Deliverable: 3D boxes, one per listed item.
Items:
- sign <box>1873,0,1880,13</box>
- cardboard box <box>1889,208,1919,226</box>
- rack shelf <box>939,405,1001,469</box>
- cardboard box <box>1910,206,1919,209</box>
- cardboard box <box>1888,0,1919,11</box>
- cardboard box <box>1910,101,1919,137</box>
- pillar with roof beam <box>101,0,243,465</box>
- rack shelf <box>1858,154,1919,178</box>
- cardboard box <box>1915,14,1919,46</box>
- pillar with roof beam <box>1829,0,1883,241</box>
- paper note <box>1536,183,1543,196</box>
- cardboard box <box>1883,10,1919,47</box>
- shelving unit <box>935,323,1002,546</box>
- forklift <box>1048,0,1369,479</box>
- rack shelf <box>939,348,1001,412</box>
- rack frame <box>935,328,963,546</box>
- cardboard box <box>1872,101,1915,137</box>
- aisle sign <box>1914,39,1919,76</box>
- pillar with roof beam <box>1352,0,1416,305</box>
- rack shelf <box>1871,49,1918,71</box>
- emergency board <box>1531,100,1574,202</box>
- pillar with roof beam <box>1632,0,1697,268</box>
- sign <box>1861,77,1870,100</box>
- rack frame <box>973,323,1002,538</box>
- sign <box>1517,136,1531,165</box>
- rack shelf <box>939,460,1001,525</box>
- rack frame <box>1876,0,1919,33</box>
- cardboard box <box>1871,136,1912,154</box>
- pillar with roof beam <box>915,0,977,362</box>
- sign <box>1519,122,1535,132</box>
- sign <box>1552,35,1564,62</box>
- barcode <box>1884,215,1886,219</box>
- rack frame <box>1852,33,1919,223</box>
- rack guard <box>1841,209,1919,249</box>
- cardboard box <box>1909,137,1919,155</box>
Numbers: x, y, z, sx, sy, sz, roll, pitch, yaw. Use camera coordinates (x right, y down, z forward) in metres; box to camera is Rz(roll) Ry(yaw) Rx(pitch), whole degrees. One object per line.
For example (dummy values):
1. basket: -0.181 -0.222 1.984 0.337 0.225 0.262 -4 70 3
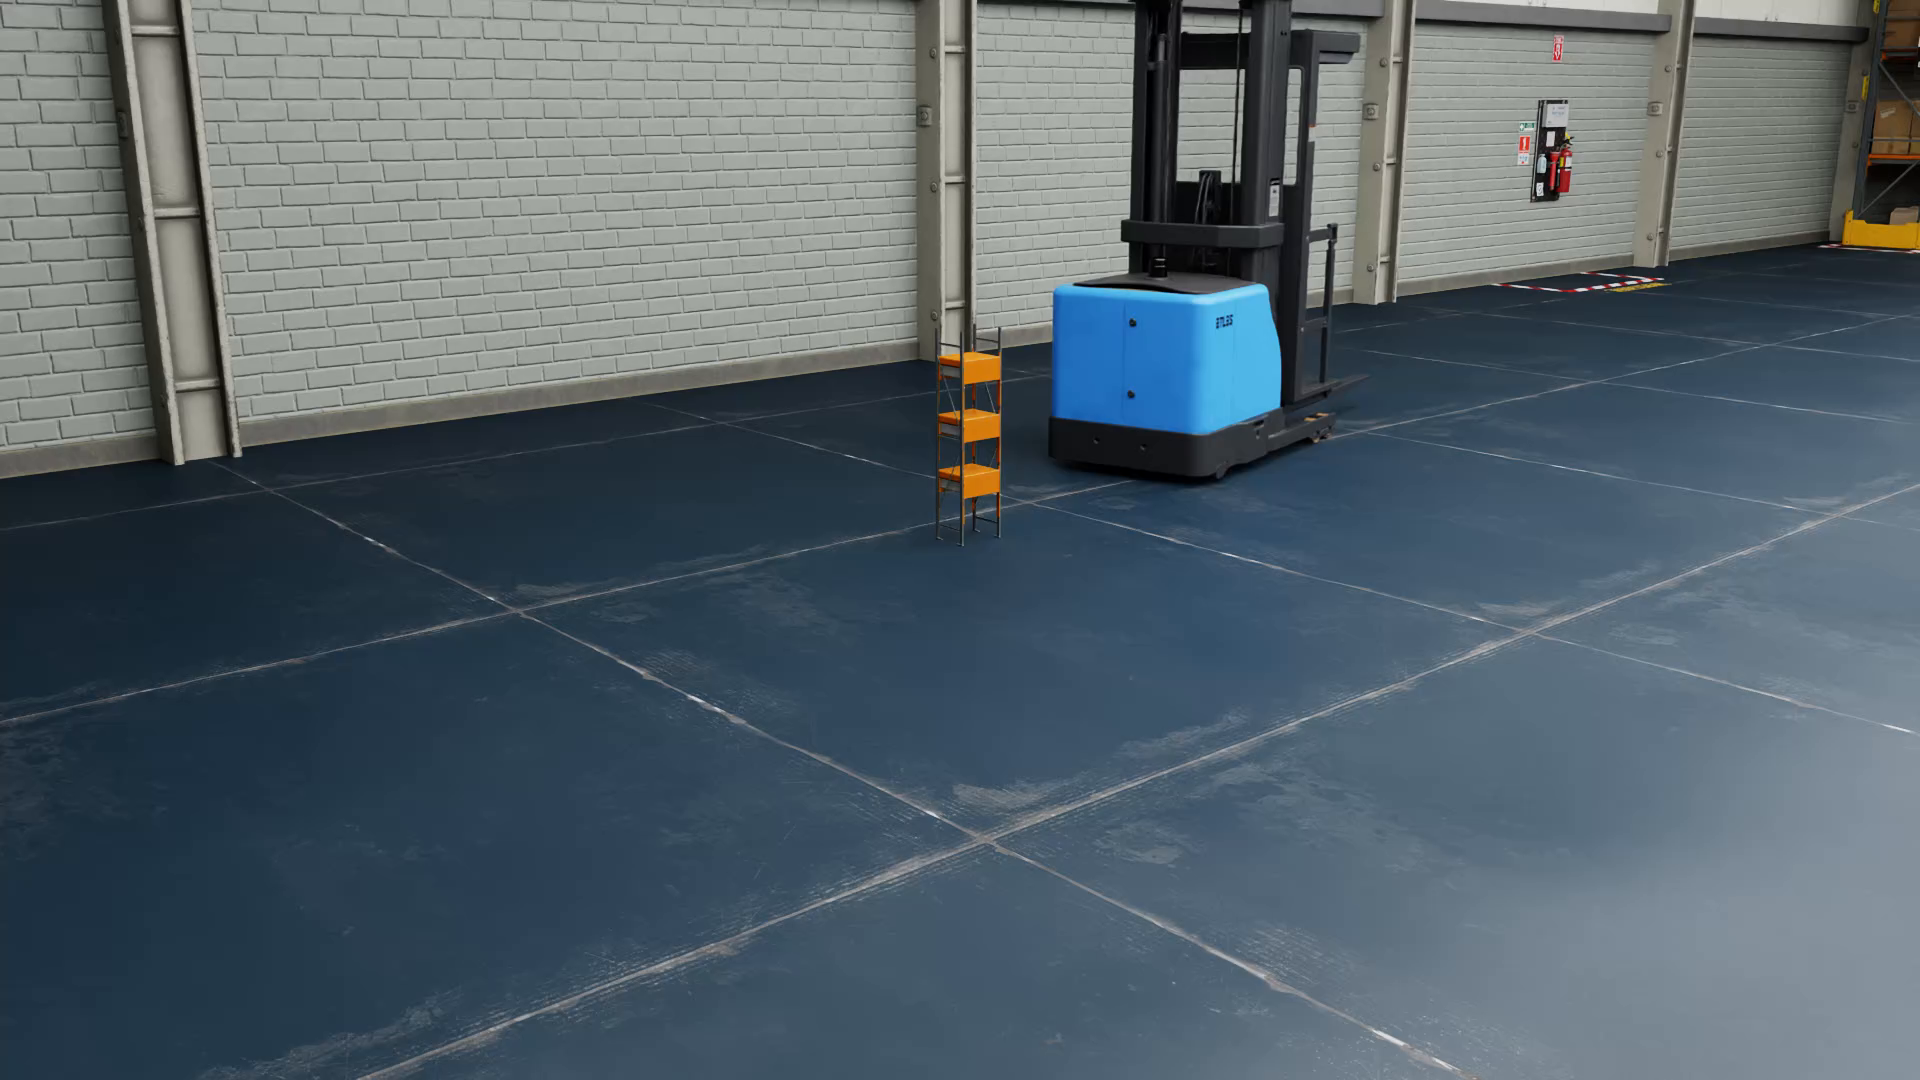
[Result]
1. sign: 13.159 -7.725 23.831 0.005 0.325 0.100 -13 19 -39
2. cardboard box: 14.089 -4.750 24.579 0.500 0.311 0.500 13 20 41
3. rack shelf: 0.040 -0.506 8.151 0.240 0.259 0.215 -13 19 -39
4. cardboard box: 14.519 -4.847 24.941 0.500 0.311 0.500 -11 18 -35
5. cardboard box: 13.662 -7.851 23.848 0.500 0.500 0.500 -12 19 -37
6. cardboard box: 14.066 -6.059 23.919 0.500 0.500 0.500 -13 19 -39
7. pillar with roof beam: -1.811 -4.019 5.857 0.400 9.000 9.100 -13 19 -39
8. rack shelf: 15.017 -5.728 25.277 4.000 0.370 1.077 -13 19 -39
9. cardboard box: 13.925 -7.252 23.543 0.500 0.500 0.500 -12 19 -38
10. pillar with roof beam: 16.295 -8.084 21.078 0.400 9.000 9.100 -13 19 -39
11. paper note: 6.874 -4.154 19.697 0.142 0.148 0.016 -13 19 -39
12. cardboard box: 13.657 -7.364 23.962 0.500 0.500 0.500 -11 18 -35
13. shelving unit: 0.040 -0.516 8.148 0.252 1.050 0.215 -13 19 -39
14. forklift: 1.765 -2.089 10.389 1.130 2.935 3.031 10 18 33
15. rack shelf: 0.040 -0.780 8.078 0.240 0.259 0.215 -13 19 -39
16. rack frame: -0.052 -0.496 8.071 0.008 1.050 0.200 -13 19 -39
17. cardboard box: 13.724 -6.158 24.289 0.500 0.500 0.500 -13 20 -40
18. aisle sign: 13.651 -6.922 23.316 0.004 0.787 0.394 -13 19 -39
19. pillar with roof beam: 7.242 -6.052 13.468 0.400 9.000 9.100 -13 19 -39
20. rack shelf: 15.017 -7.178 24.890 4.000 0.370 1.077 -13 19 -39
21. emergency board: 7.053 -4.596 19.645 0.643 1.169 0.194 -13 19 -39
22. pillar with roof beam: 11.768 -7.068 17.273 0.400 9.000 9.100 -13 19 -39
23. sign: 13.159 -6.561 24.143 0.005 0.325 0.100 -13 19 -39
24. rack frame: 0.132 -0.537 8.226 0.008 1.050 0.200 -13 19 -39
25. sign: 6.568 -4.540 19.365 0.234 0.329 0.001 -13 19 -39
26. rack shelf: 0.040 -0.238 8.223 0.240 0.259 0.215 -13 19 -39
27. rack frame: 13.508 -8.635 23.141 0.127 3.000 1.000 -13 19 -39
28. cardboard box: 13.734 -5.791 24.370 0.500 0.250 0.500 -12 19 -39
29. pillar with roof beam: 2.716 -5.035 9.663 0.400 9.000 9.100 -13 19 -39
30. sign: 6.578 -4.795 19.293 0.331 0.109 0.001 -13 19 -39
31. sign: 6.982 -5.734 19.414 0.199 0.298 0.001 -13 19 -39
32. barcode: 13.840 -4.836 24.881 0.075 0.075 0.001 -13 19 -39
33. rack frame: 13.508 -5.737 23.916 0.127 3.000 1.000 -13 19 -39
34. rack guard: 13.566 -4.542 24.286 0.348 0.500 1.175 -13 19 -39
35. cardboard box: 14.085 -5.695 24.010 0.500 0.250 0.500 -13 20 -41
